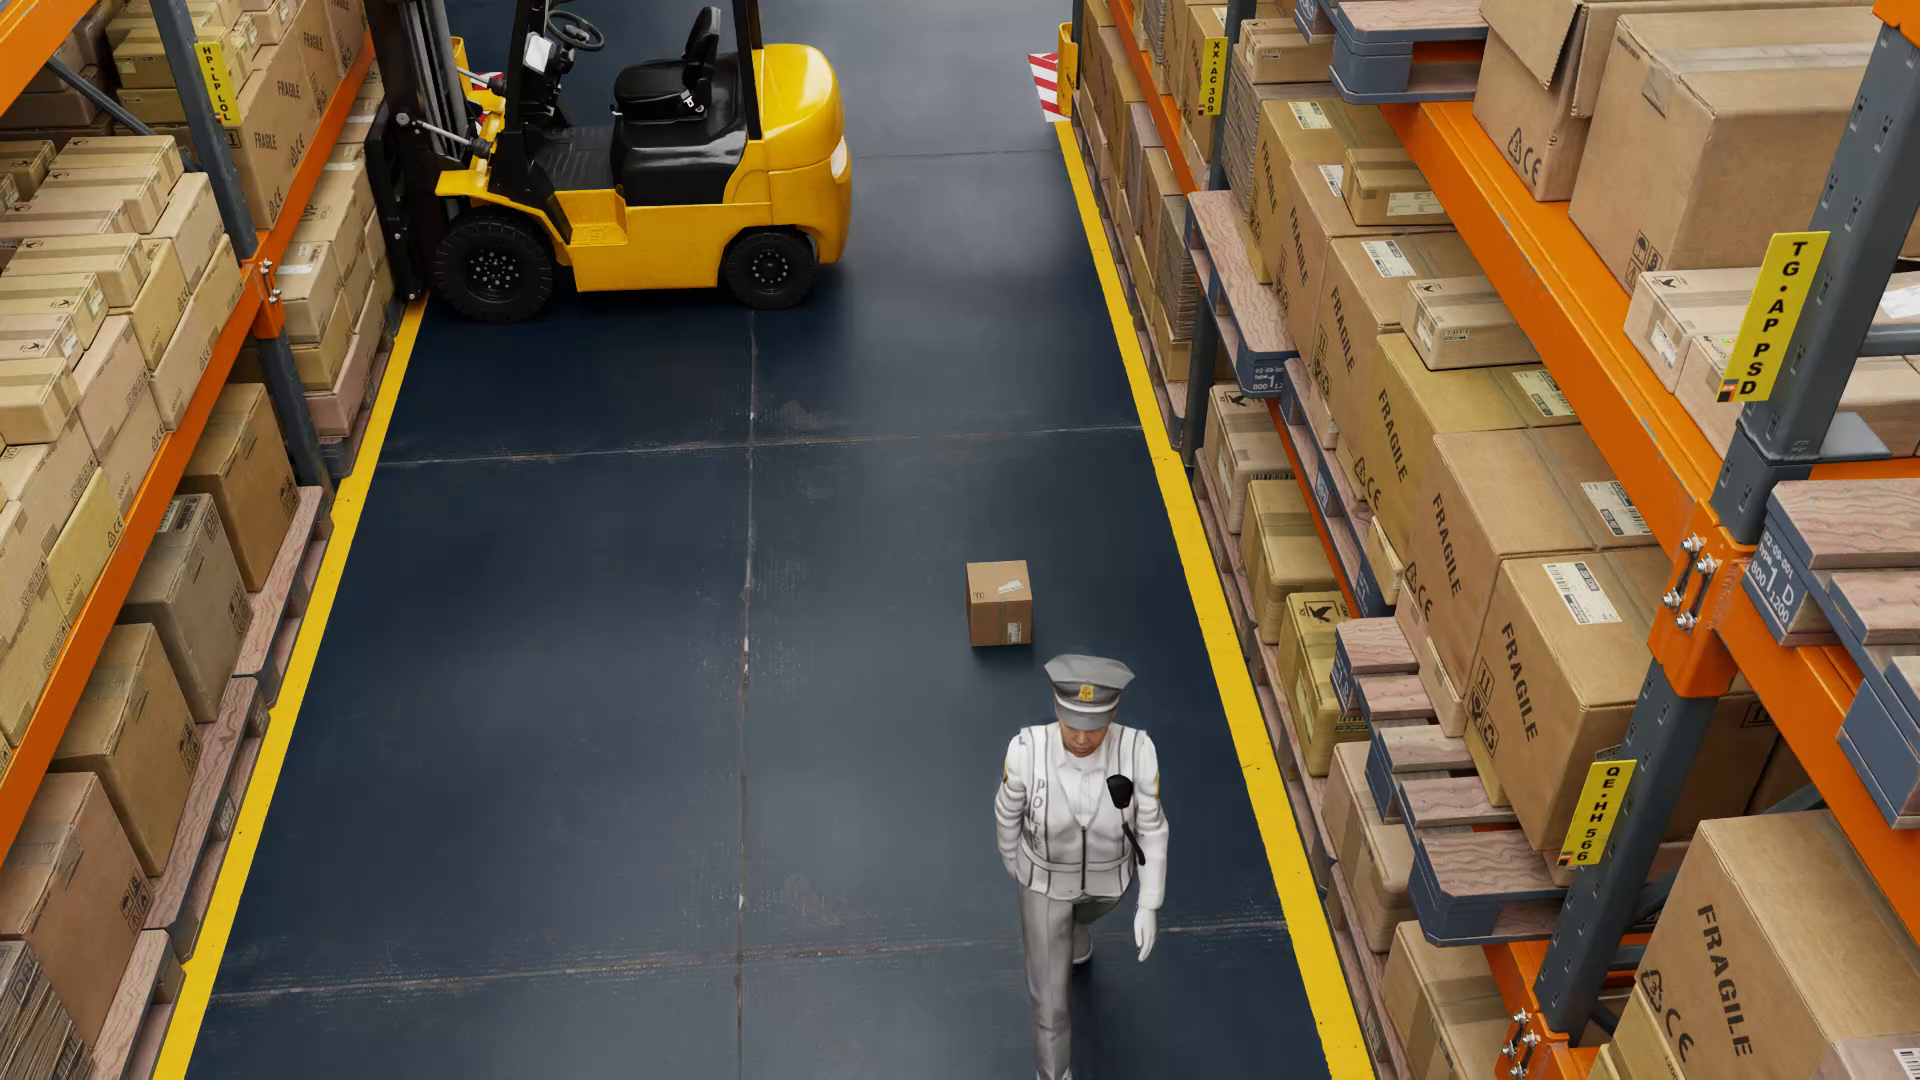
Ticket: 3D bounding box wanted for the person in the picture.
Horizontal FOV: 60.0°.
[{"bbox_3d":[0.359,0.986,4.919,0.490,1.630,1.028,-4,39,-4],"label":"person"}]
